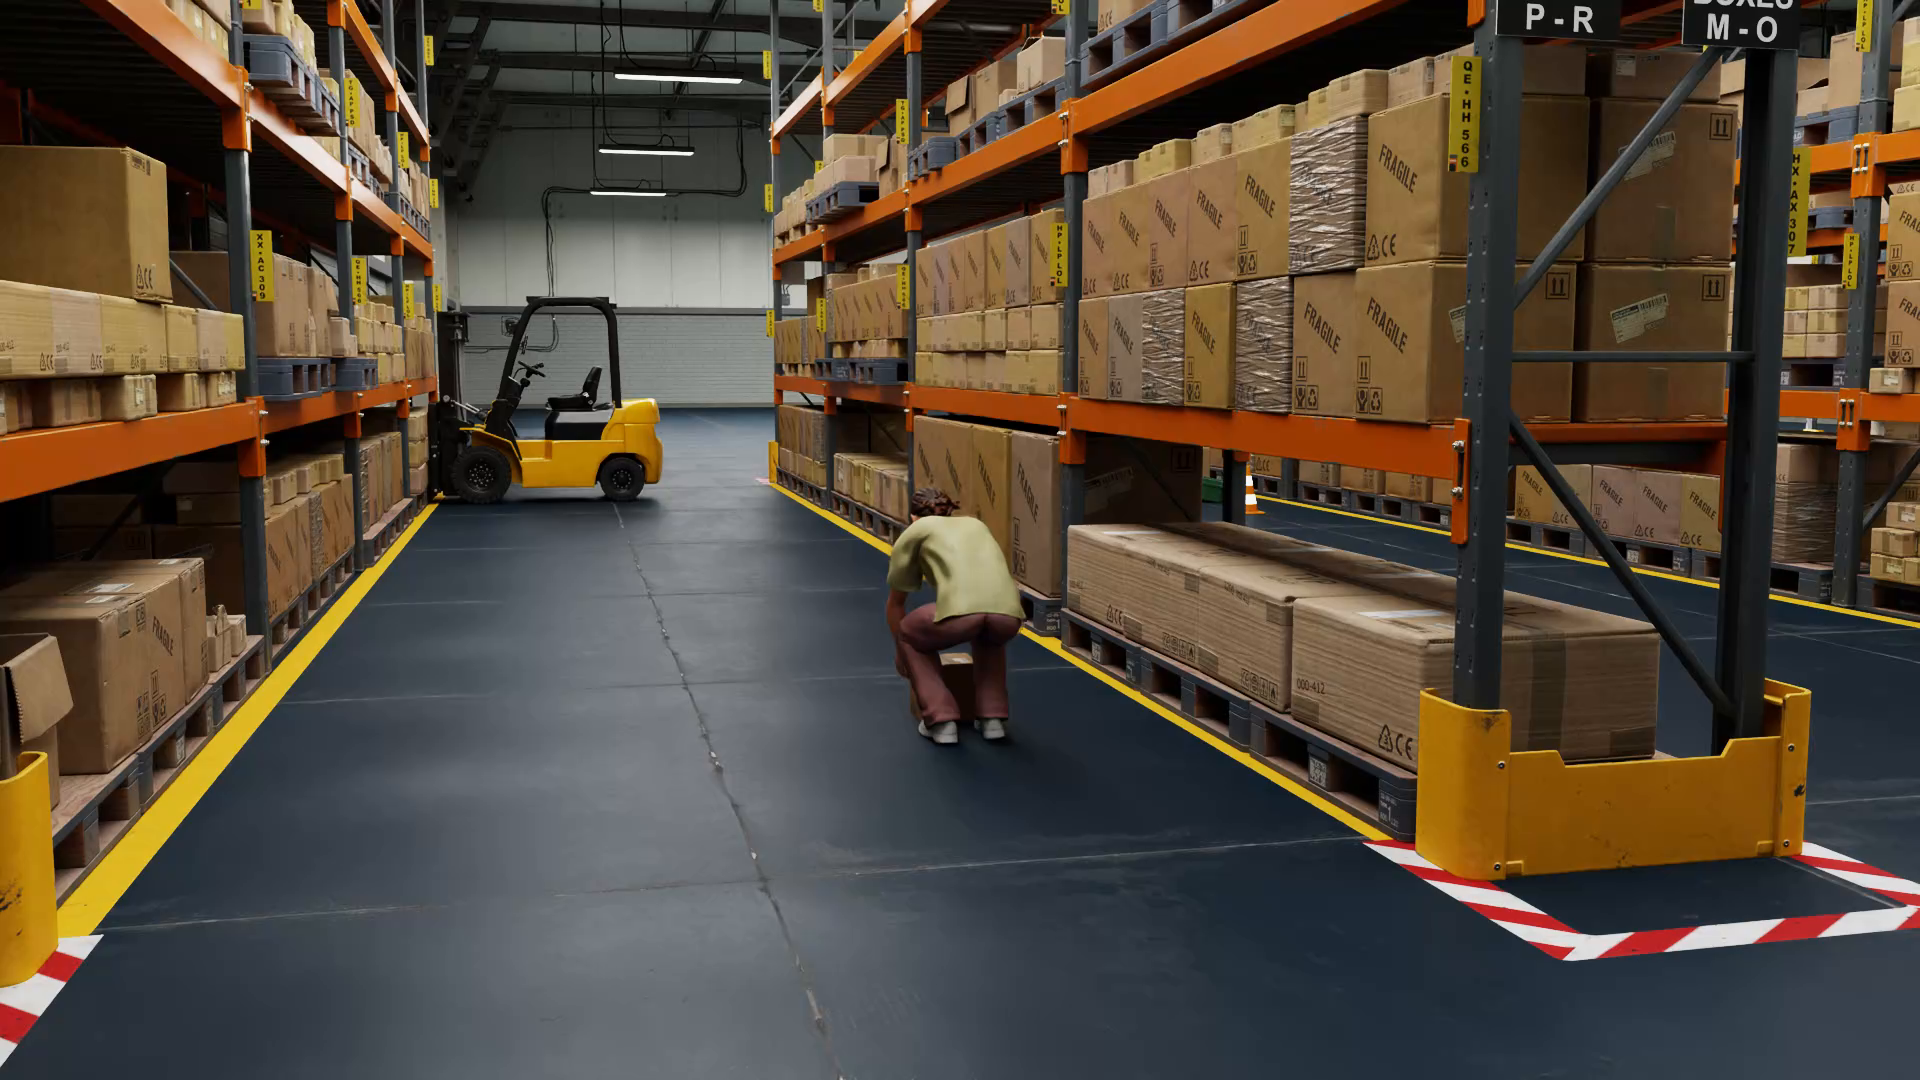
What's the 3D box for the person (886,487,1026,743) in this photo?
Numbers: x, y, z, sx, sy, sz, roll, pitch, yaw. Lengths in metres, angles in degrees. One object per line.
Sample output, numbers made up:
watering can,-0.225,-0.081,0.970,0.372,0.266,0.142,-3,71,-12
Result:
person,-0.032,0.295,6.680,0.488,0.976,0.786,-2,6,-14
